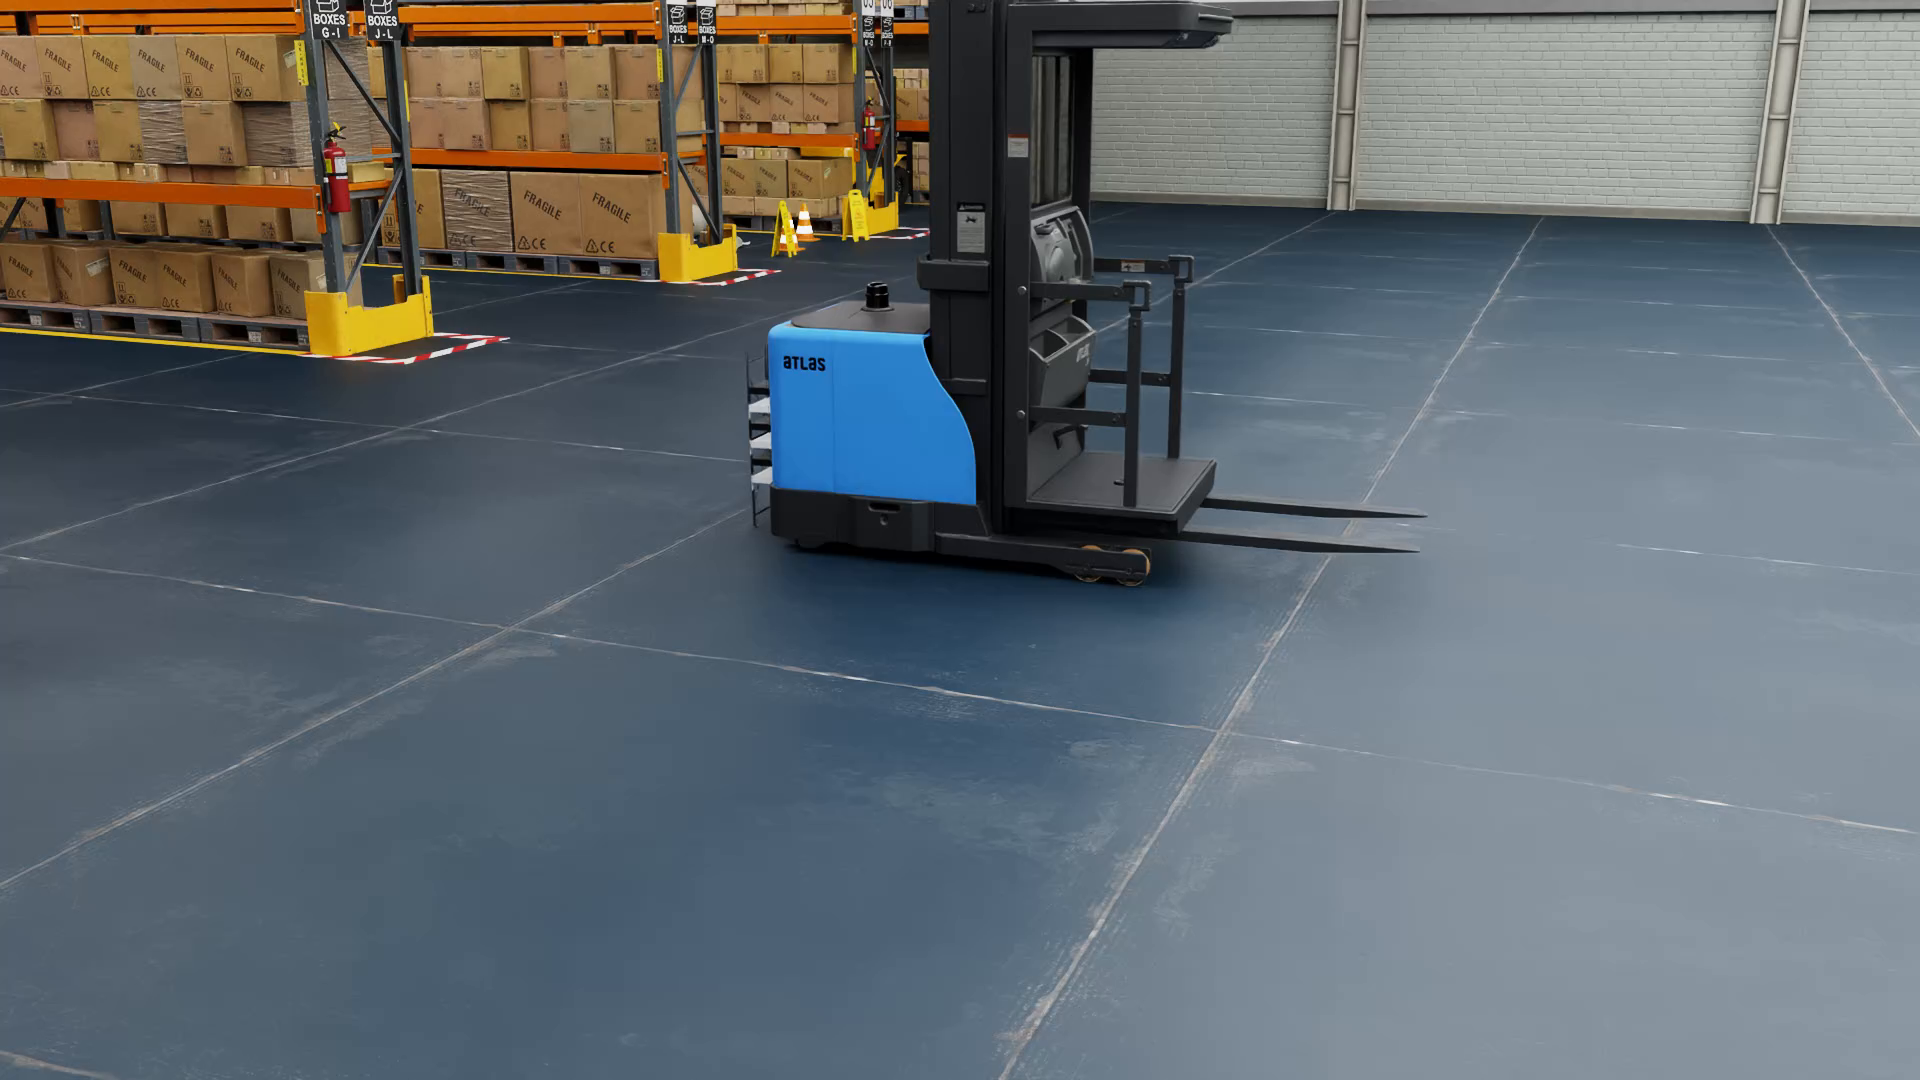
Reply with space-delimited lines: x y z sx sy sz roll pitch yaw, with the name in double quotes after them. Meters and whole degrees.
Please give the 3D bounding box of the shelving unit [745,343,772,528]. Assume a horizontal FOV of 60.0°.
-0.909 -0.516 8.332 0.210 0.900 0.258 5 17 18 "shelving unit"

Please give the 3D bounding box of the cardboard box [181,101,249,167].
-5.784 -3.326 13.539 0.500 0.500 0.875 6 17 21 "cardboard box"

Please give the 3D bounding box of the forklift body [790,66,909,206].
-1.752 -6.223 25.753 1.214 2.155 2.313 6 17 21 "forklift body"

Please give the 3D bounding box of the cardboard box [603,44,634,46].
-4.528 -6.601 23.026 0.500 0.500 0.700 6 17 20 "cardboard box"

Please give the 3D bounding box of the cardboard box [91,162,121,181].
-7.004 -3.091 13.890 0.250 0.149 0.380 6 17 21 "cardboard box"

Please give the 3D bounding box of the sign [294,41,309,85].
-4.995 -3.618 12.613 0.005 0.325 0.100 6 17 21 "sign"

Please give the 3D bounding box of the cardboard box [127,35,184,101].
-6.307 -3.817 13.435 0.500 0.500 0.500 6 17 21 "cardboard box"

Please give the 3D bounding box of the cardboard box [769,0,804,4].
-2.174 -7.171 21.851 0.500 0.250 0.500 6 17 20 "cardboard box"

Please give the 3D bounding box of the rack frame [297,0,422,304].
-4.773 -3.052 13.307 0.127 3.000 1.000 6 17 21 "rack frame"

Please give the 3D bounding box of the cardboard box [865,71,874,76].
-1.386 -7.580 27.027 0.250 0.149 0.380 6 17 21 "cardboard box"

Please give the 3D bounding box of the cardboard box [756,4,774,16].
-2.510 -7.016 22.030 0.250 0.149 0.380 6 17 20 "cardboard box"

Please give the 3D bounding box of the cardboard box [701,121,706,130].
-3.496 -5.662 22.748 0.250 0.149 0.380 6 17 21 "cardboard box"

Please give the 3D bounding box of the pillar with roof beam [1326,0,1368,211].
4.366 -8.366 20.850 0.400 9.000 9.100 6 17 21 "pillar with roof beam"

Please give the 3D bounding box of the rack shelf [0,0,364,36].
-6.633 -4.352 13.694 4.000 0.370 1.077 6 17 21 "rack shelf"

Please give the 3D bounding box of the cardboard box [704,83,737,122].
-3.135 -5.959 22.605 0.500 0.500 0.500 6 17 21 "cardboard box"

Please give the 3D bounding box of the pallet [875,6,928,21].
-1.106 -8.512 26.891 1.213 0.211 1.003 6 17 21 "pallet"

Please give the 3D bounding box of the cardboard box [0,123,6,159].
-8.098 -3.590 14.447 0.500 0.500 0.875 6 17 21 "cardboard box"

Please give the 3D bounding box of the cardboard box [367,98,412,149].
-6.232 -4.775 18.972 0.550 0.550 0.875 6 17 21 "cardboard box"

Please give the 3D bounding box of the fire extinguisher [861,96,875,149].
-1.199 -5.454 21.719 0.183 0.674 0.296 6 17 21 "fire extinguisher"

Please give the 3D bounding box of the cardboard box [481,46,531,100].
-4.747 -5.112 18.197 0.500 0.550 0.875 6 17 21 "cardboard box"

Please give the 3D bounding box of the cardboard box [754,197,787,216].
-2.466 -4.572 22.719 0.500 0.250 0.500 6 17 21 "cardboard box"

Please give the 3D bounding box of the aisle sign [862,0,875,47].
-1.185 -6.789 21.517 0.004 0.787 0.394 6 17 21 "aisle sign"

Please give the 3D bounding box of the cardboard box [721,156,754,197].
-2.931 -4.984 22.795 0.500 0.500 0.500 6 17 19 "cardboard box"

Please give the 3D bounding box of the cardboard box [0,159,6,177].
-8.176 -3.212 14.307 0.250 0.149 0.380 6 17 21 "cardboard box"

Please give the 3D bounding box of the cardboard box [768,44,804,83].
-2.160 -6.343 22.135 0.500 0.500 0.700 6 17 21 "cardboard box"

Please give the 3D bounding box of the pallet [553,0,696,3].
-3.553 -5.799 17.549 1.213 0.211 1.003 6 17 21 "pallet"

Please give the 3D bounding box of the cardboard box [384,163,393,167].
-9.191 -5.714 25.534 0.875 0.875 0.875 6 17 20 "cardboard box"

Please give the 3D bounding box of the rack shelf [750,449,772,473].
-0.908 -0.397 8.366 0.200 0.077 0.258 5 17 18 "rack shelf"

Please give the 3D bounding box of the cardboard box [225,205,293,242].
-8.086 -3.999 19.849 0.750 0.750 1.050 6 17 21 "cardboard box"

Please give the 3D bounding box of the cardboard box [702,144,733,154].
-4.248 -6.512 28.732 0.625 0.625 0.875 6 17 20 "cardboard box"

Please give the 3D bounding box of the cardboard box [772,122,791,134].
-2.321 -5.532 22.299 0.250 0.149 0.380 7 17 22 "cardboard box"

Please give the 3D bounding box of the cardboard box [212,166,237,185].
-5.824 -2.975 13.491 0.250 0.149 0.380 6 17 21 "cardboard box"

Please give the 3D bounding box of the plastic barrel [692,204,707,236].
-3.614 -4.204 21.895 0.512 0.421 0.421 -9 18 -27 "plastic barrel"

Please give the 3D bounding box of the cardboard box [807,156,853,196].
-1.808 -5.020 22.920 0.500 0.500 0.500 6 17 19 "cardboard box"

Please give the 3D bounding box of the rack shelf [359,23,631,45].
-6.718 -7.331 23.956 4.000 0.370 1.077 6 17 21 "rack shelf"

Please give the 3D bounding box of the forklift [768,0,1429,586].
0.660 -1.366 7.620 3.031 2.935 1.130 5 17 17 "forklift"

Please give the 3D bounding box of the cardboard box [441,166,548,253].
-5.181 -3.745 18.751 0.875 0.875 0.875 6 17 21 "cardboard box"

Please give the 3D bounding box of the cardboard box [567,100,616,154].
-3.740 -4.477 17.946 0.550 0.550 0.875 6 17 21 "cardboard box"

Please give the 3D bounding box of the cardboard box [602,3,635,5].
-4.549 -7.427 22.731 0.500 0.250 0.500 6 17 19 "cardboard box"

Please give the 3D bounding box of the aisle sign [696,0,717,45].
-2.683 -5.647 17.583 0.004 0.787 0.394 6 17 21 "aisle sign"

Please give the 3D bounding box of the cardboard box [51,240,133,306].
-7.601 -2.355 14.635 0.500 0.500 0.500 13 21 38 "cardboard box"

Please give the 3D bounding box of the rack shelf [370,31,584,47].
-8.621 -9.028 29.802 4.000 0.370 1.077 6 17 21 "rack shelf"

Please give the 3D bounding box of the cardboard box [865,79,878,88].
-1.409 -7.415 26.991 0.250 0.149 0.380 6 17 19 "cardboard box"

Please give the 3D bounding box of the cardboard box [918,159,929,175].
-0.349 -6.054 26.930 0.500 0.250 0.500 6 17 20 "cardboard box"

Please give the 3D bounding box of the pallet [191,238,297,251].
-8.464 -3.582 20.134 1.213 0.211 1.003 6 17 21 "pallet"

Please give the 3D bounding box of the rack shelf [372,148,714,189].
-4.719 -4.187 18.507 4.000 0.370 1.077 6 17 21 "rack shelf"

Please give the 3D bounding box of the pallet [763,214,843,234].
-1.950 -4.383 22.894 1.213 0.211 1.003 6 17 21 "pallet"
